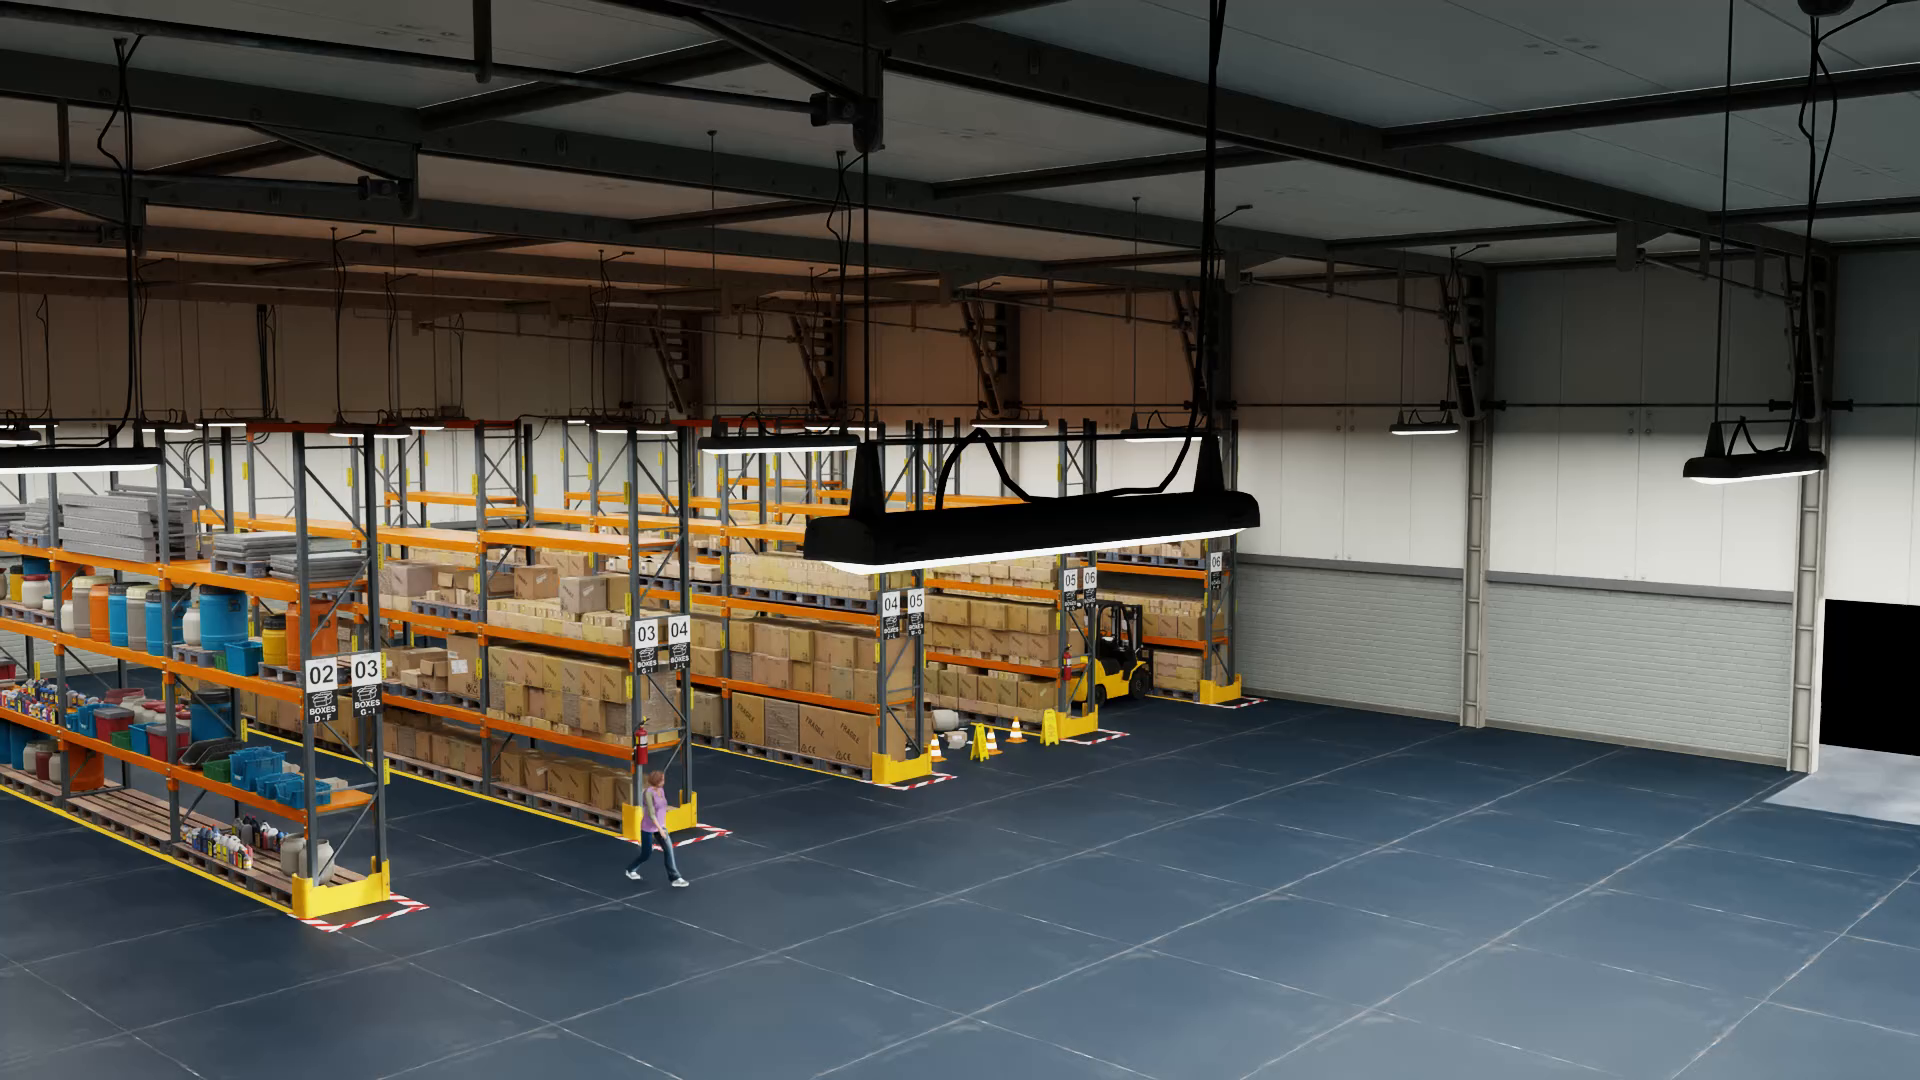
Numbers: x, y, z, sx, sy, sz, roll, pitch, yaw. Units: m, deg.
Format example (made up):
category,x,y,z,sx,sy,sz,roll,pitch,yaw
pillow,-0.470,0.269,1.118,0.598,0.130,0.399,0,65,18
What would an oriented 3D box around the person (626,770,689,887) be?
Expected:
category,x,y,z,sx,sy,sz,roll,pitch,yaw
person,-3.972,3.774,21.868,1.011,1.508,0.396,3,5,30
